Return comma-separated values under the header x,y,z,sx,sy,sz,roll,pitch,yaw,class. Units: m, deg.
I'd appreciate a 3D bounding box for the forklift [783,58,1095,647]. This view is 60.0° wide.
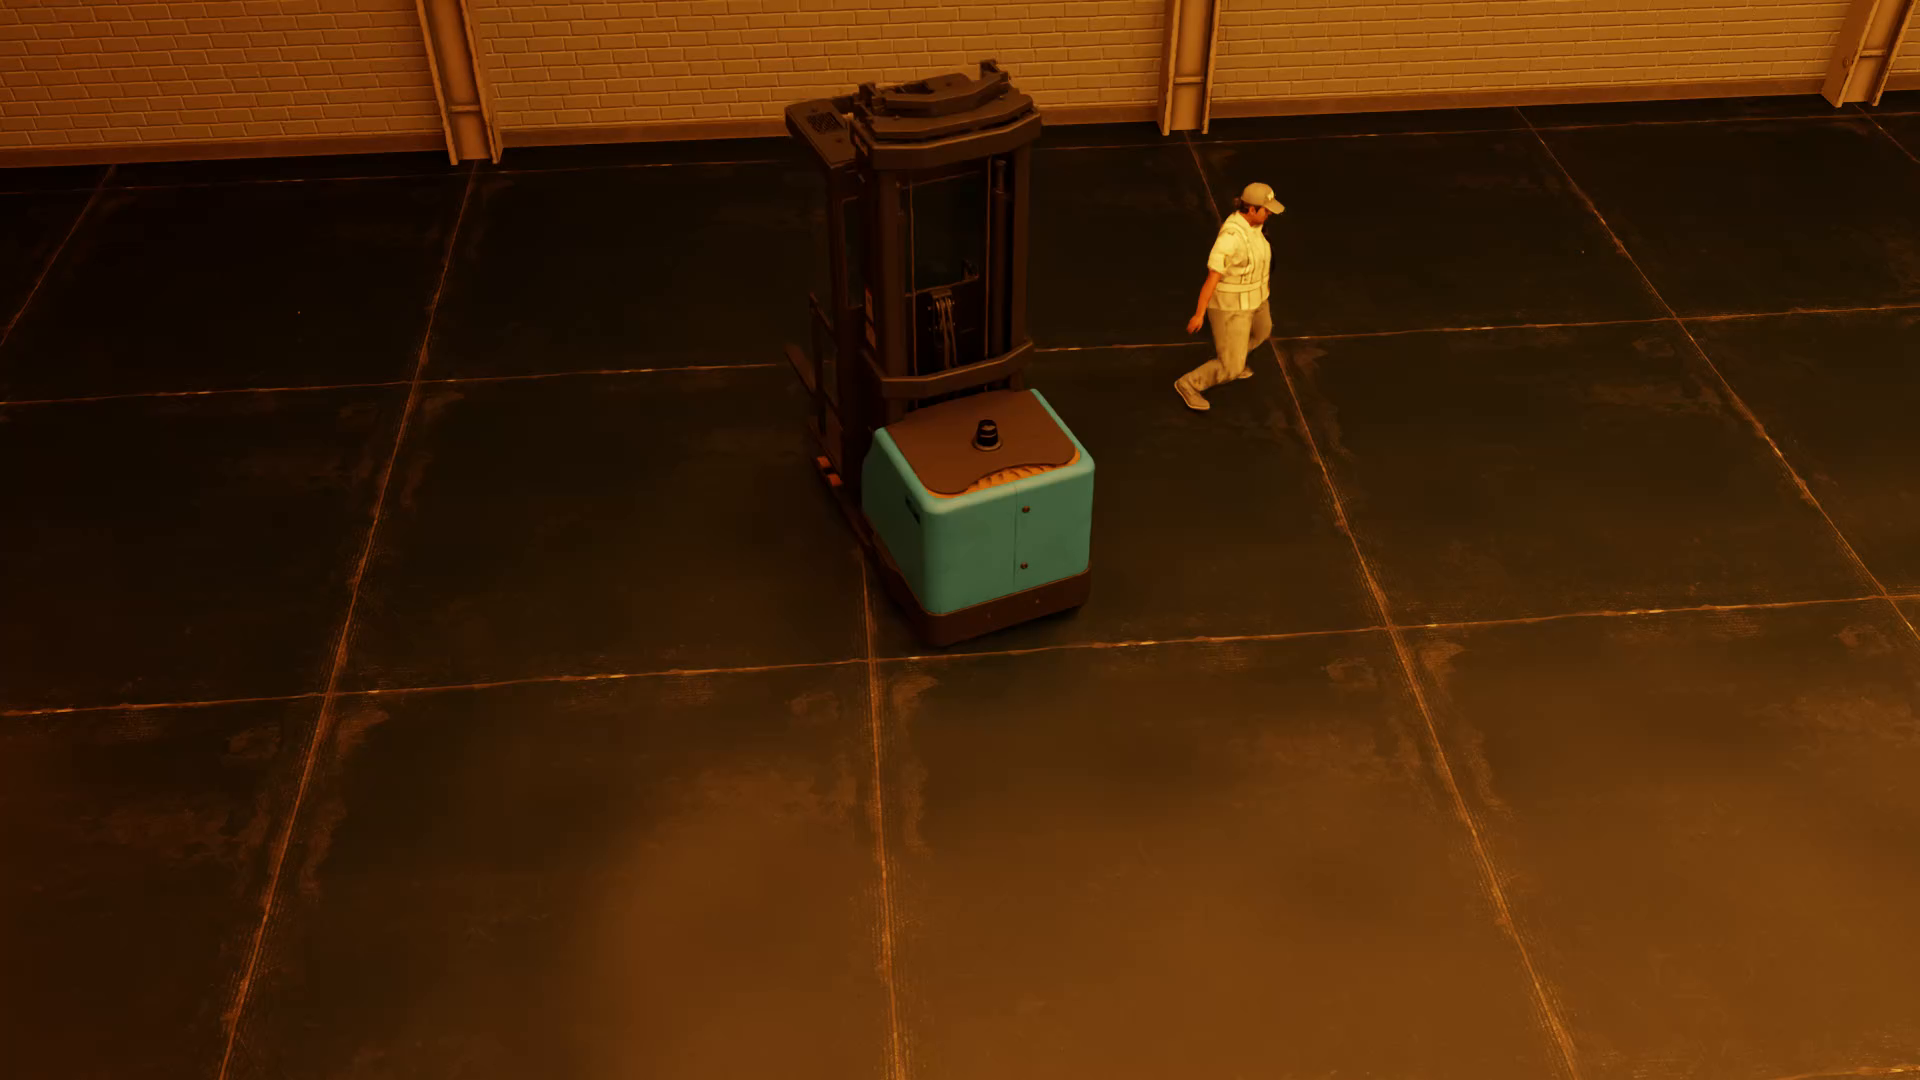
x,y,z,sx,sy,sz,roll,pitch,yaw,class
-0.299,-1.474,9.661,1.130,2.935,3.031,-16,43,-18,forklift

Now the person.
x,y,z,sx,sy,sz,roll,pitch,yaw,class
1.756,-1.569,10.822,0.485,1.590,0.819,24,46,26,person
